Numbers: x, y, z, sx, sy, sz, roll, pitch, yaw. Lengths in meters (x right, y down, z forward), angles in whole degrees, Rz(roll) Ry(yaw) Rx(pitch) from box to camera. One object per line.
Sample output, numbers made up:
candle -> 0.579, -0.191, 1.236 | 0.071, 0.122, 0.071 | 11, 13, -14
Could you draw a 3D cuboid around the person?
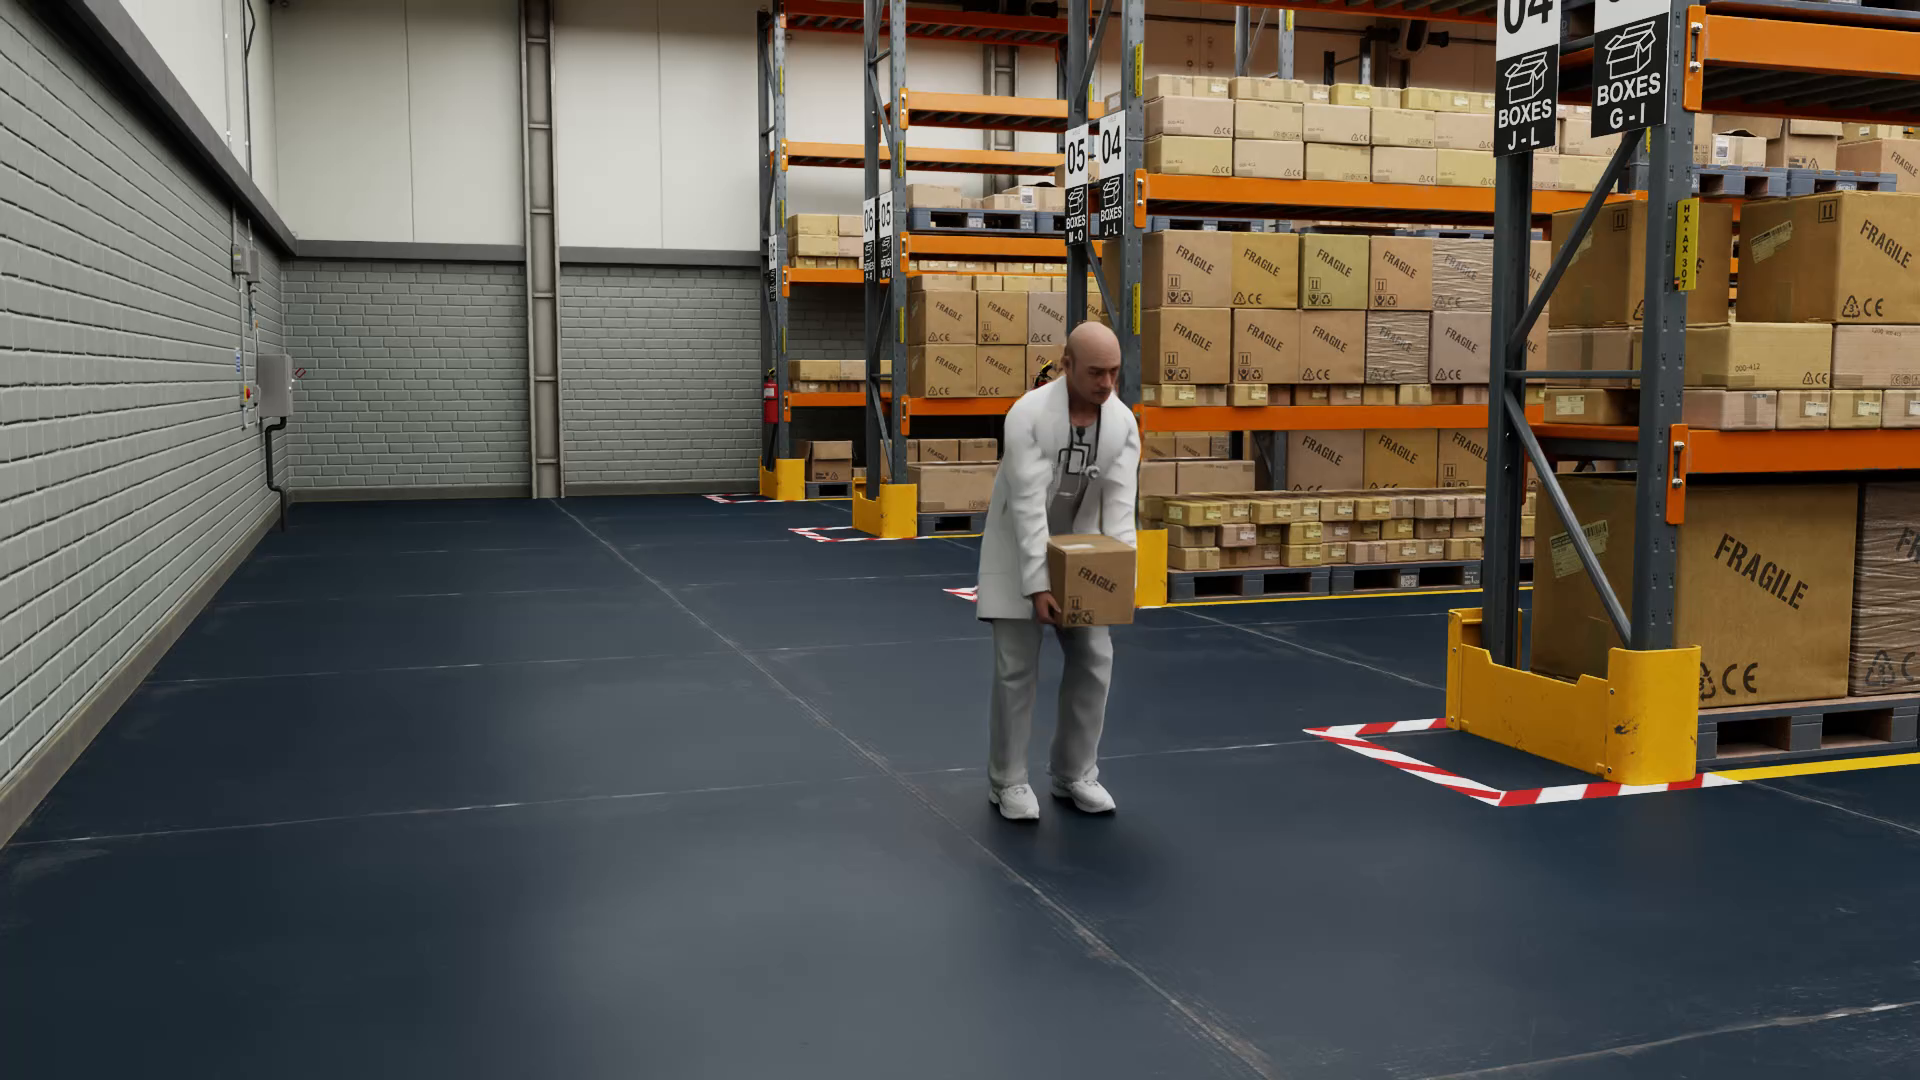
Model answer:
person -> 0.339, 0.113, 5.652 | 0.540, 1.679, 0.627 | -2, 6, -20
